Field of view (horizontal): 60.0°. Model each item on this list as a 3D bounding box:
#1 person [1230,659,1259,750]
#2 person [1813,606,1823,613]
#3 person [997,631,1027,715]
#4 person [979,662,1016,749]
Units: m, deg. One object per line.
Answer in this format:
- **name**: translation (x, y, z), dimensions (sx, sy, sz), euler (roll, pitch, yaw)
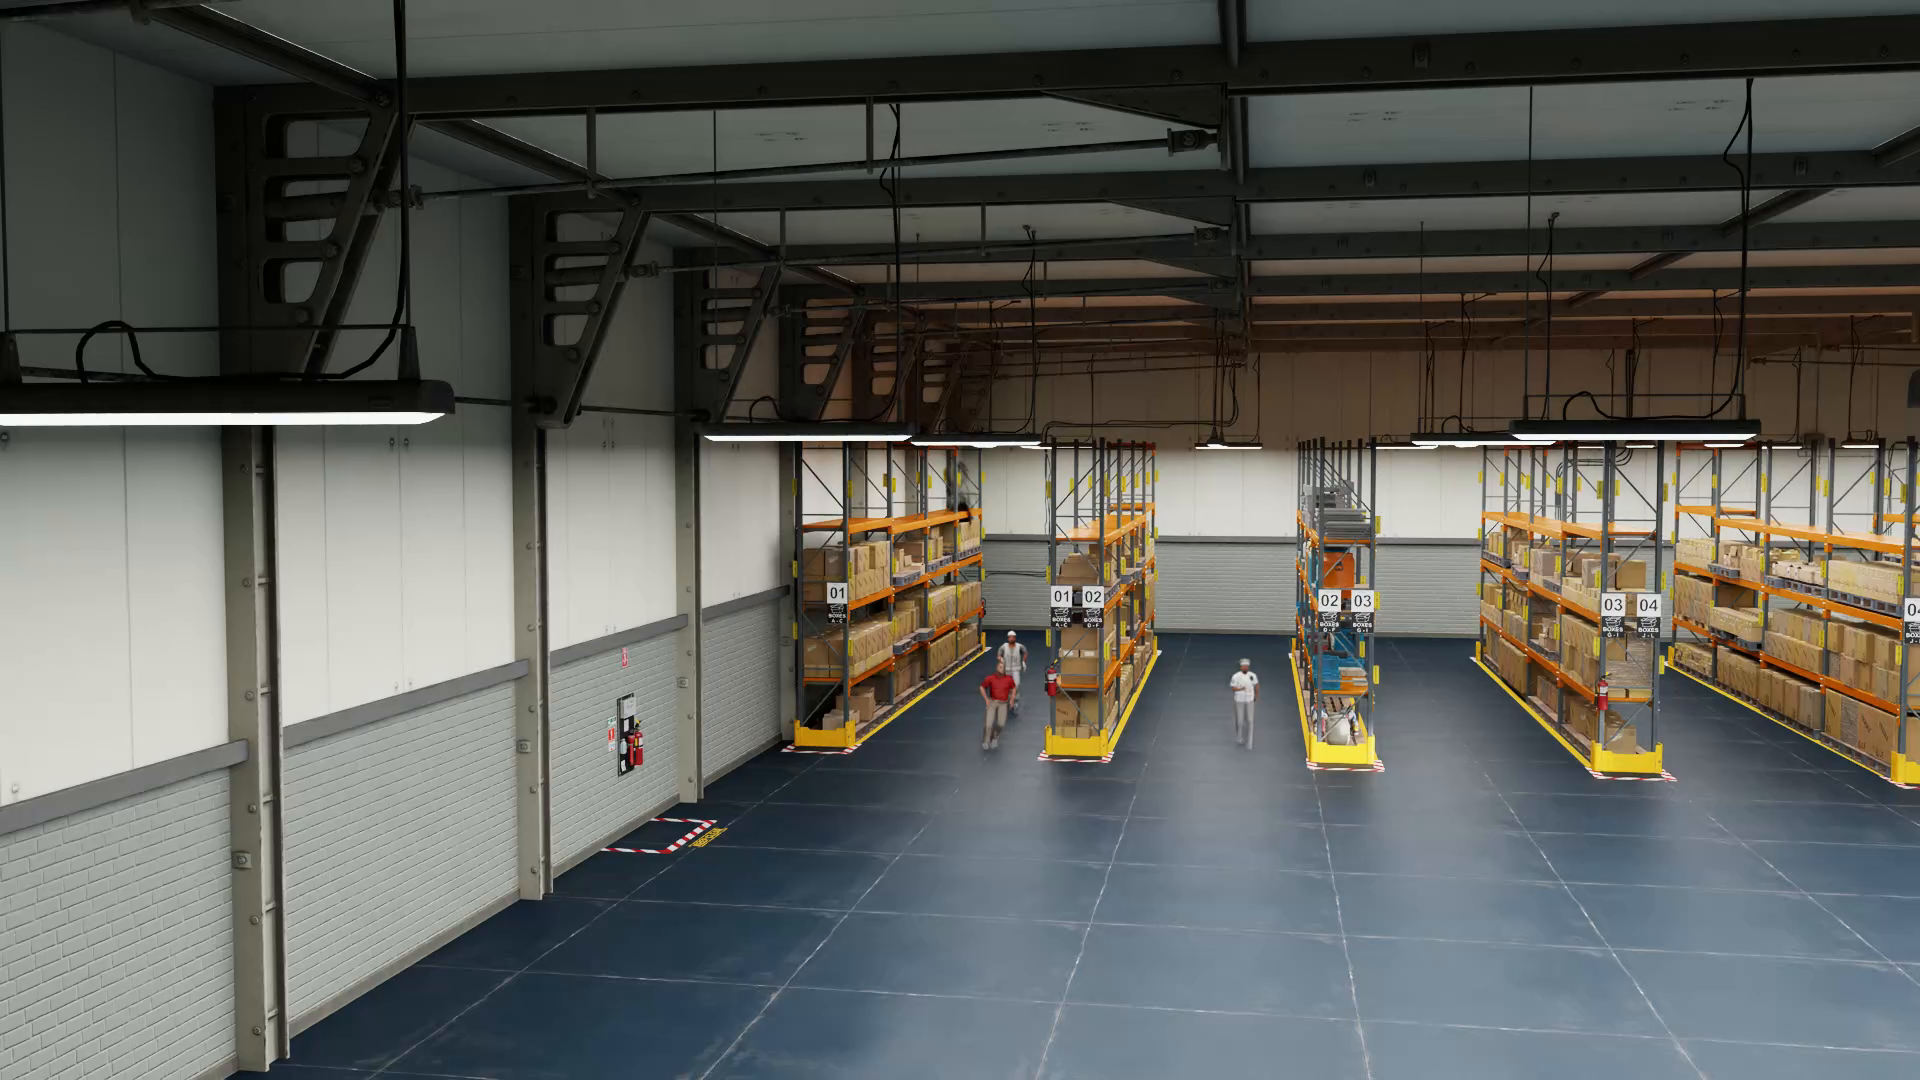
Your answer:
- **person**: translation (5.529, 3.146, 32.279), dimensions (0.566, 1.708, 0.910), euler (0, 3, 6)
- **person**: translation (23.440, 2.480, 45.307), dimensions (0.927, 1.727, 0.619), euler (1, 3, 18)
- **person**: translation (1.123, 2.914, 36.476), dimensions (0.638, 1.847, 0.772), euler (1, 3, 10)
- **person**: translation (0.739, 3.190, 32.024), dimensions (0.723, 1.674, 0.585), euler (0, 3, -3)
